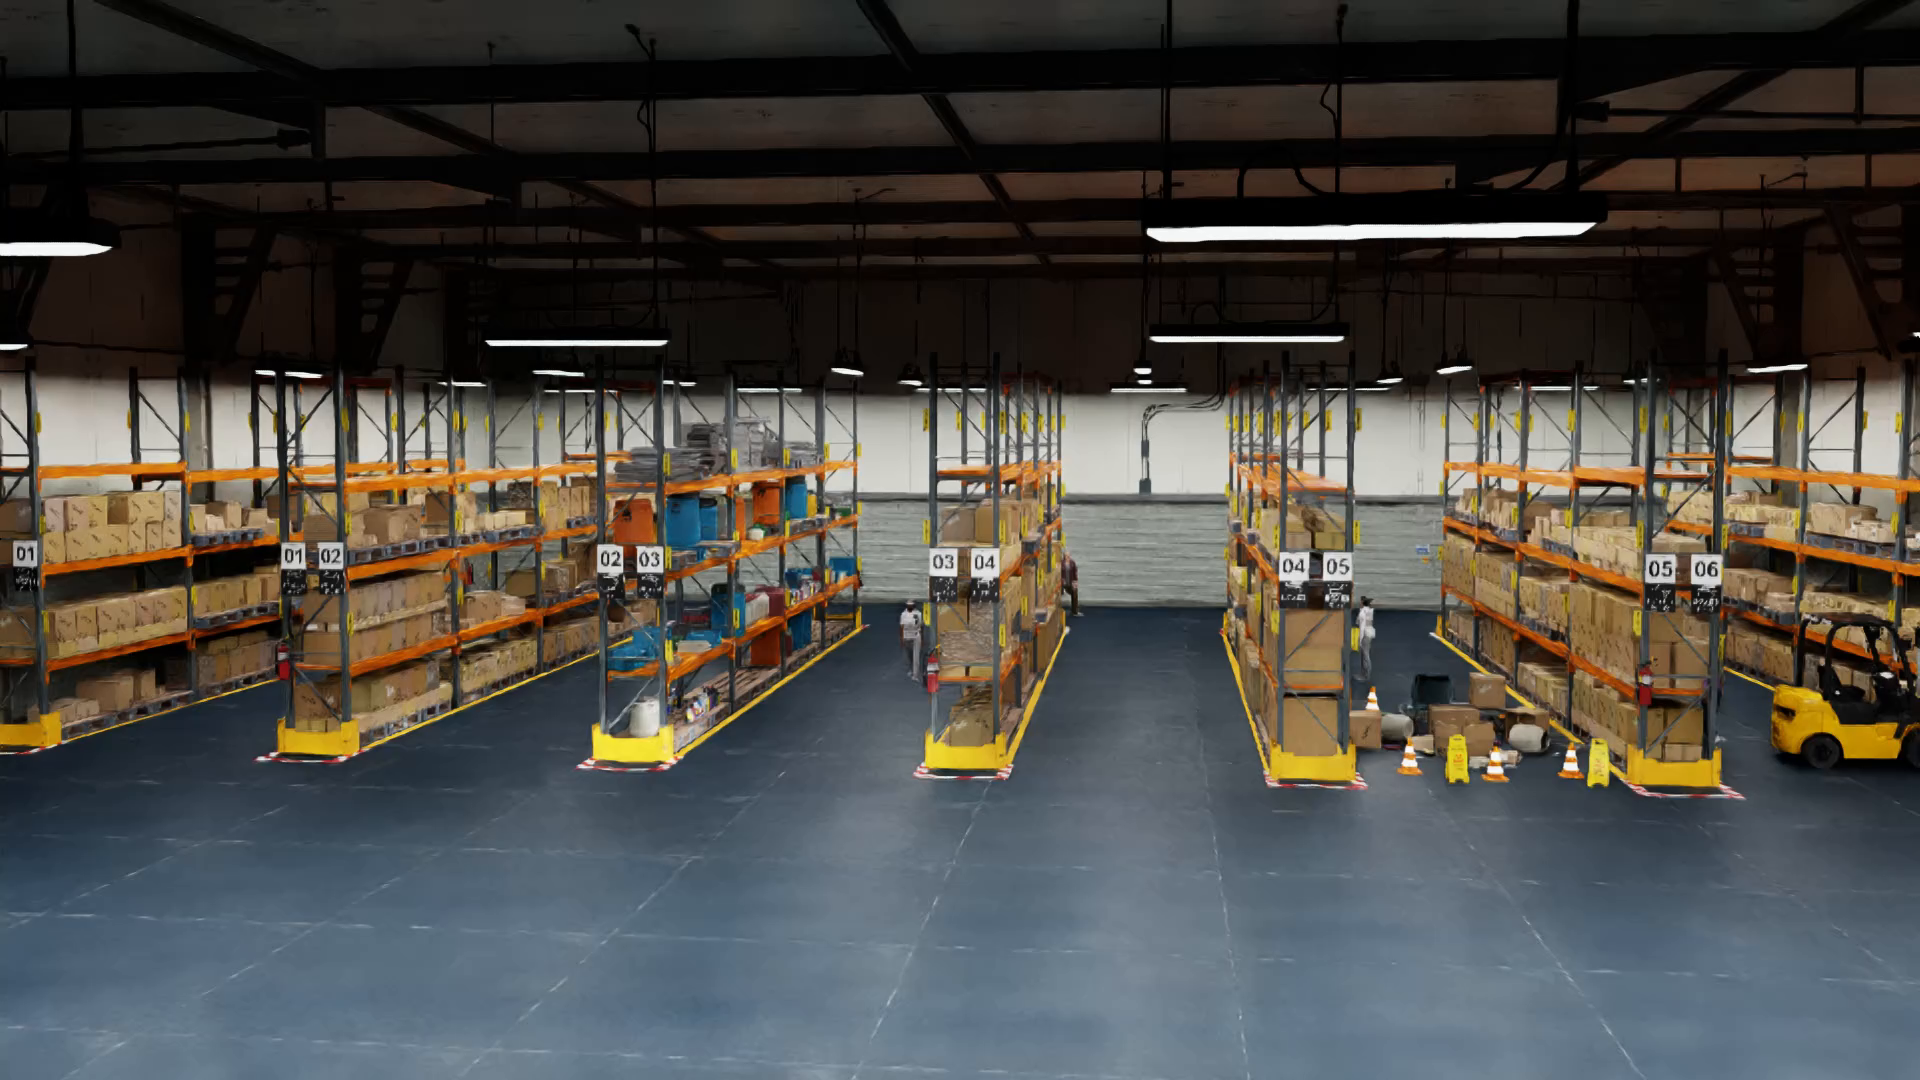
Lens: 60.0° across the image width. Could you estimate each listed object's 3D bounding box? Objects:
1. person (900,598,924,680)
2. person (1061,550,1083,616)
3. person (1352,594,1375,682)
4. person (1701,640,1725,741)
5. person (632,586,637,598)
[{"bbox_3d":[-0.950,1.894,32.414,0.457,1.586,1.075,1,4,8],"label":"person"},{"bbox_3d":[2.732,1.104,42.867,0.735,1.712,0.904,-1,4,-10],"label":"person"},{"bbox_3d":[7.787,1.884,32.116,0.463,1.677,0.524,3,5,37],"label":"person"},{"bbox_3d":[11.850,2.340,26.186,0.399,1.602,0.469,-2,4,-25],"label":"person"},{"bbox_3d":[-8.154,1.171,42.995,0.489,1.585,0.934,2,5,30],"label":"person"}]
